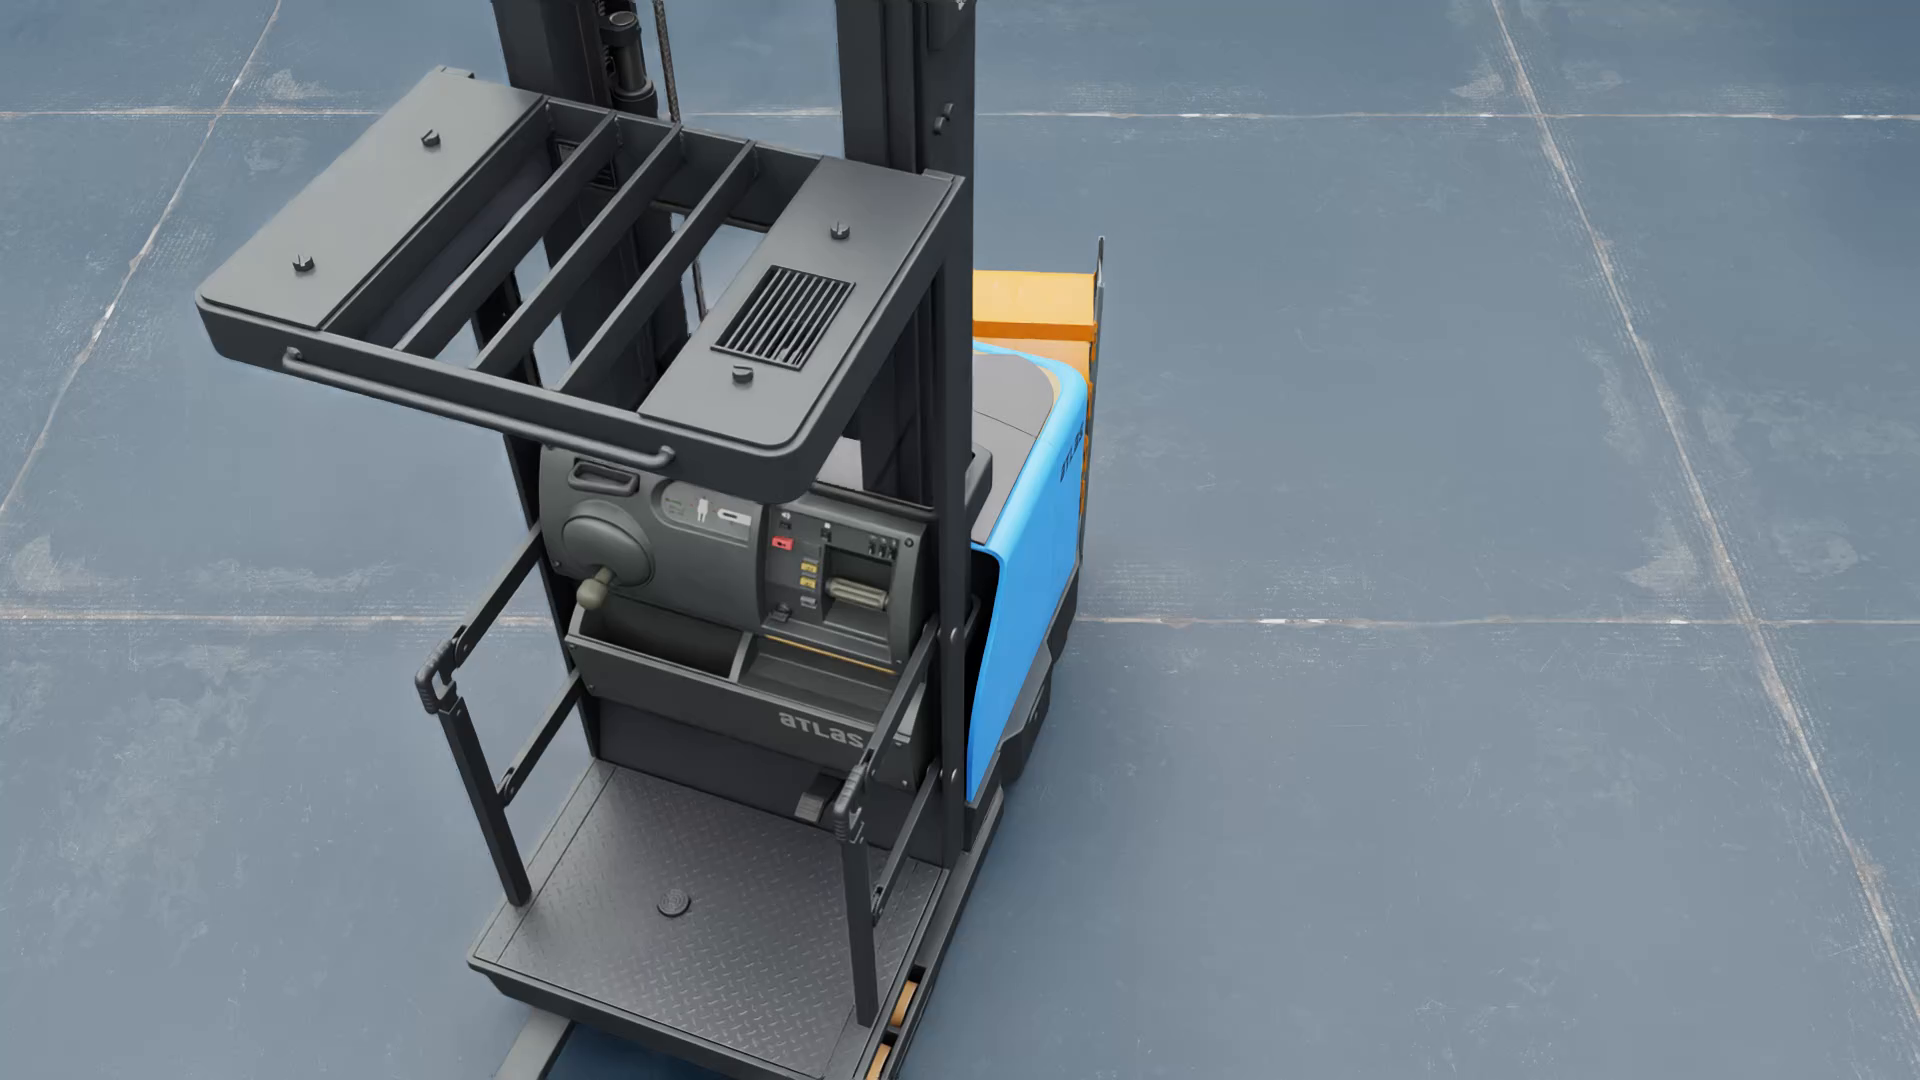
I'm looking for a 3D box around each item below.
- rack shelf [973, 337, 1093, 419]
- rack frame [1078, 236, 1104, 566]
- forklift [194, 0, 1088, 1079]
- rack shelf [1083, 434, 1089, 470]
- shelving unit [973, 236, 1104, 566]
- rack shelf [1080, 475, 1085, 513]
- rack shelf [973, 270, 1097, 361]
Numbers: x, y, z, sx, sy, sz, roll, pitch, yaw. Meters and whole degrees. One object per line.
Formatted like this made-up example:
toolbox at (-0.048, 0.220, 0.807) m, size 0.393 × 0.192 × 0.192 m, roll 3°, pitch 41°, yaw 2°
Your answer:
rack shelf at (0.172, -0.526, 5.206) m, size 0.480 × 0.148 × 0.258 m, roll 2°, pitch 47°, yaw 2°
rack frame at (0.415, -0.409, 5.311) m, size 0.015 × 1.200 × 0.240 m, roll 2°, pitch 47°, yaw 2°
forklift at (-0.603, 0.130, 3.627) m, size 1.130 × 2.935 × 3.031 m, roll 15°, pitch 49°, yaw 14°
rack shelf at (0.172, -0.374, 5.370) m, size 0.480 × 0.148 × 0.258 m, roll 2°, pitch 47°, yaw 2°
shelving unit at (0.172, -0.419, 5.321) m, size 0.503 × 1.200 × 0.258 m, roll 2°, pitch 47°, yaw 2°
rack shelf at (0.172, -0.238, 5.515) m, size 0.480 × 0.148 × 0.258 m, roll 2°, pitch 47°, yaw 2°
rack shelf at (0.172, -0.687, 5.033) m, size 0.480 × 0.148 × 0.258 m, roll 2°, pitch 47°, yaw 2°
